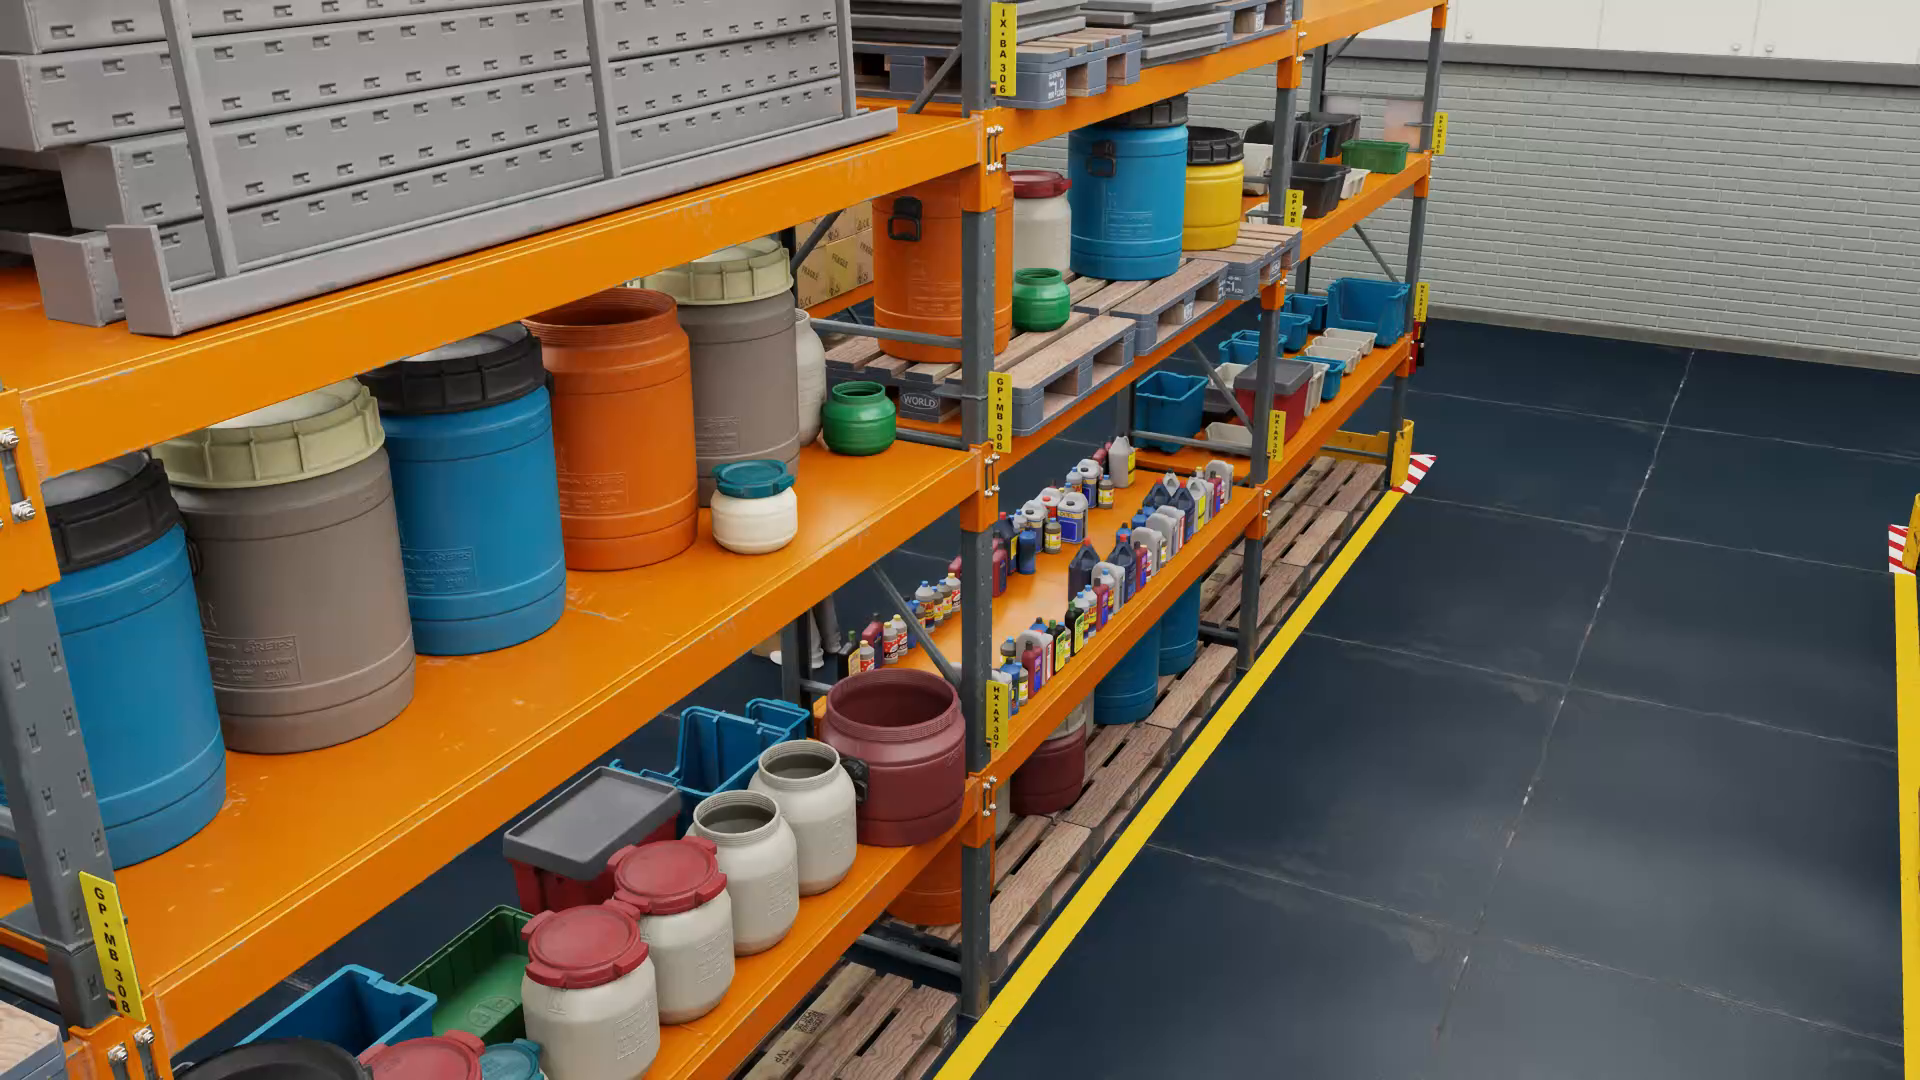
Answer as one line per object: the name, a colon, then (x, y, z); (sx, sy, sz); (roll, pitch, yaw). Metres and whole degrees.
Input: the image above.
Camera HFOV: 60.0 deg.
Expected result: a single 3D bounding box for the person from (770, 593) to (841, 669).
person: (-1.023, -0.025, 10.845); (0.425, 1.774, 0.653); (9, 24, 22)
